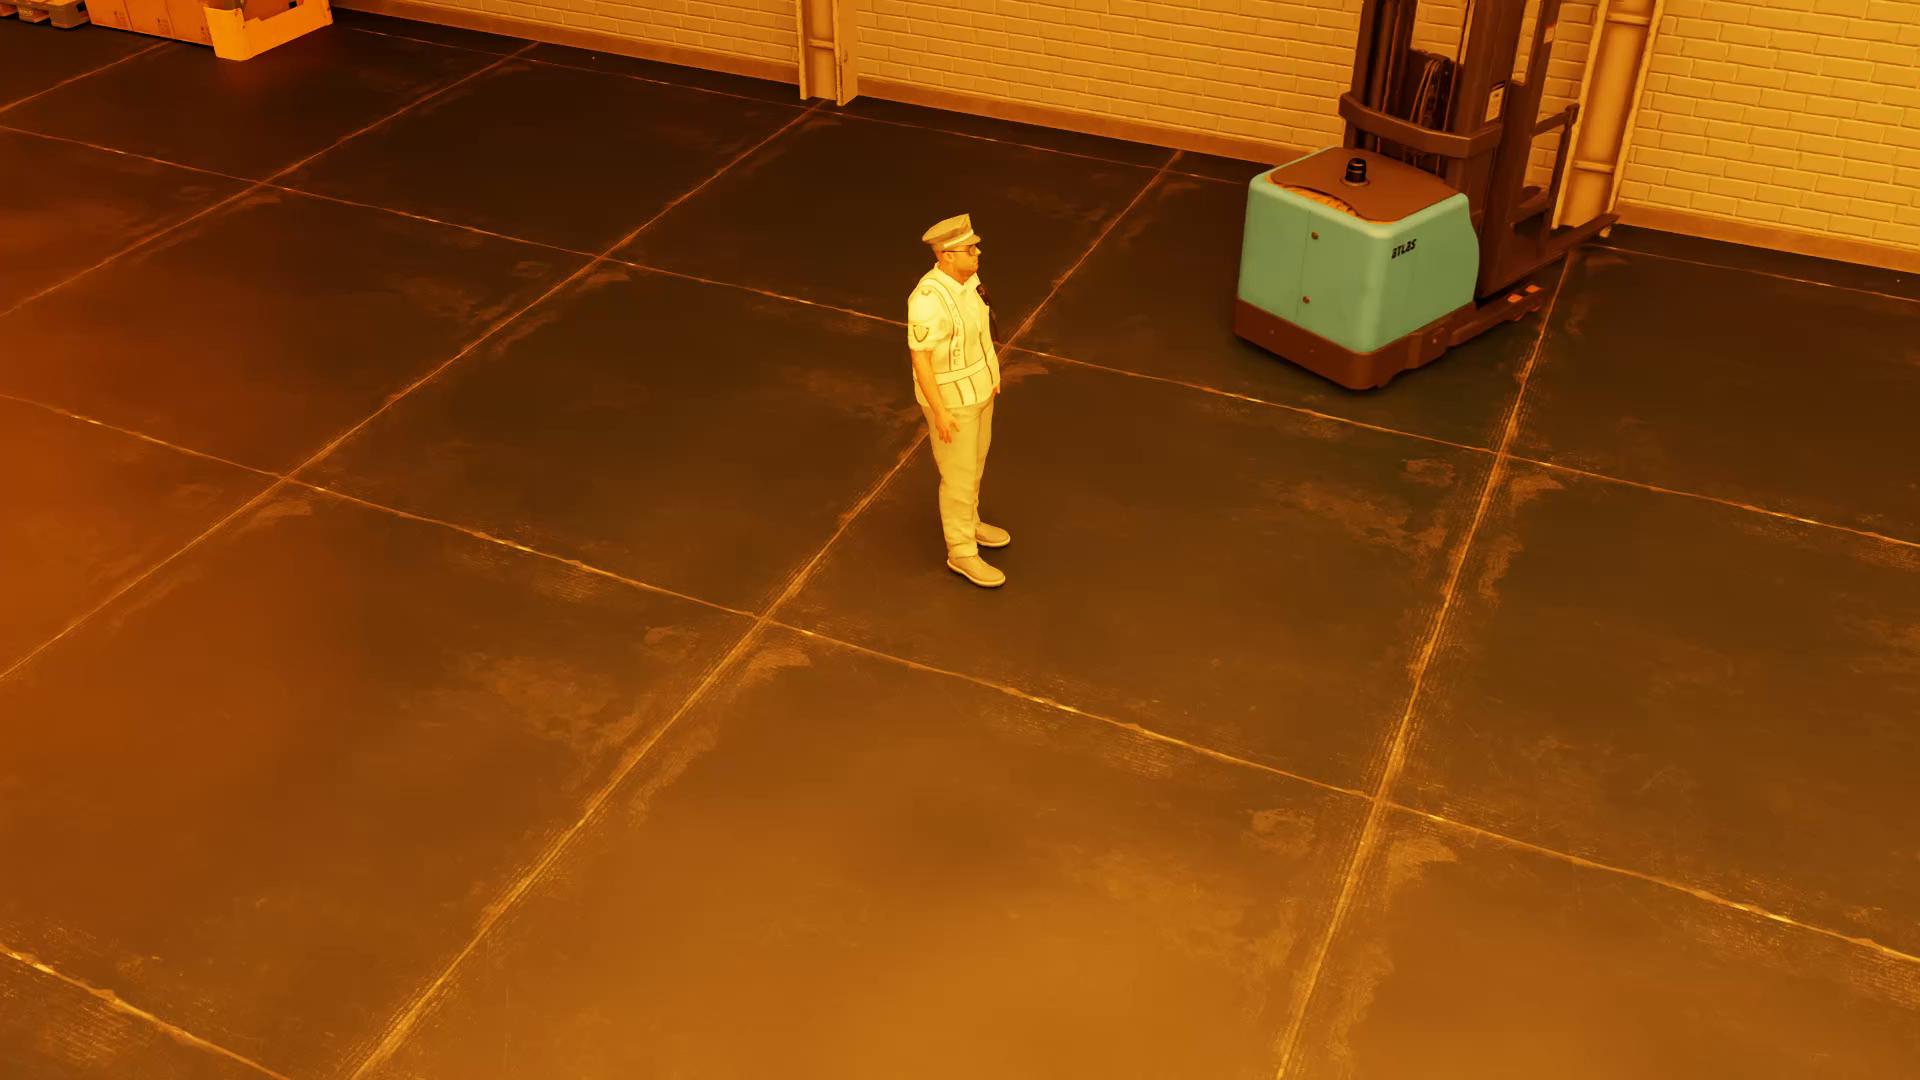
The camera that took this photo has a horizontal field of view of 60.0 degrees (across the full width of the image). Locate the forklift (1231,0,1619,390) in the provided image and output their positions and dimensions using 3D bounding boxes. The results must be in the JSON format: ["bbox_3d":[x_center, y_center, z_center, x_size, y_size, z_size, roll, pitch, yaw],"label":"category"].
[{"bbox_3d":[3.126,-2.790,9.998,3.031,2.935,1.130,-27,43,-32],"label":"forklift"}]

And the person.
[{"bbox_3d":[0.066,-0.707,8.054,0.574,1.780,0.641,15,38,20],"label":"person"}]
